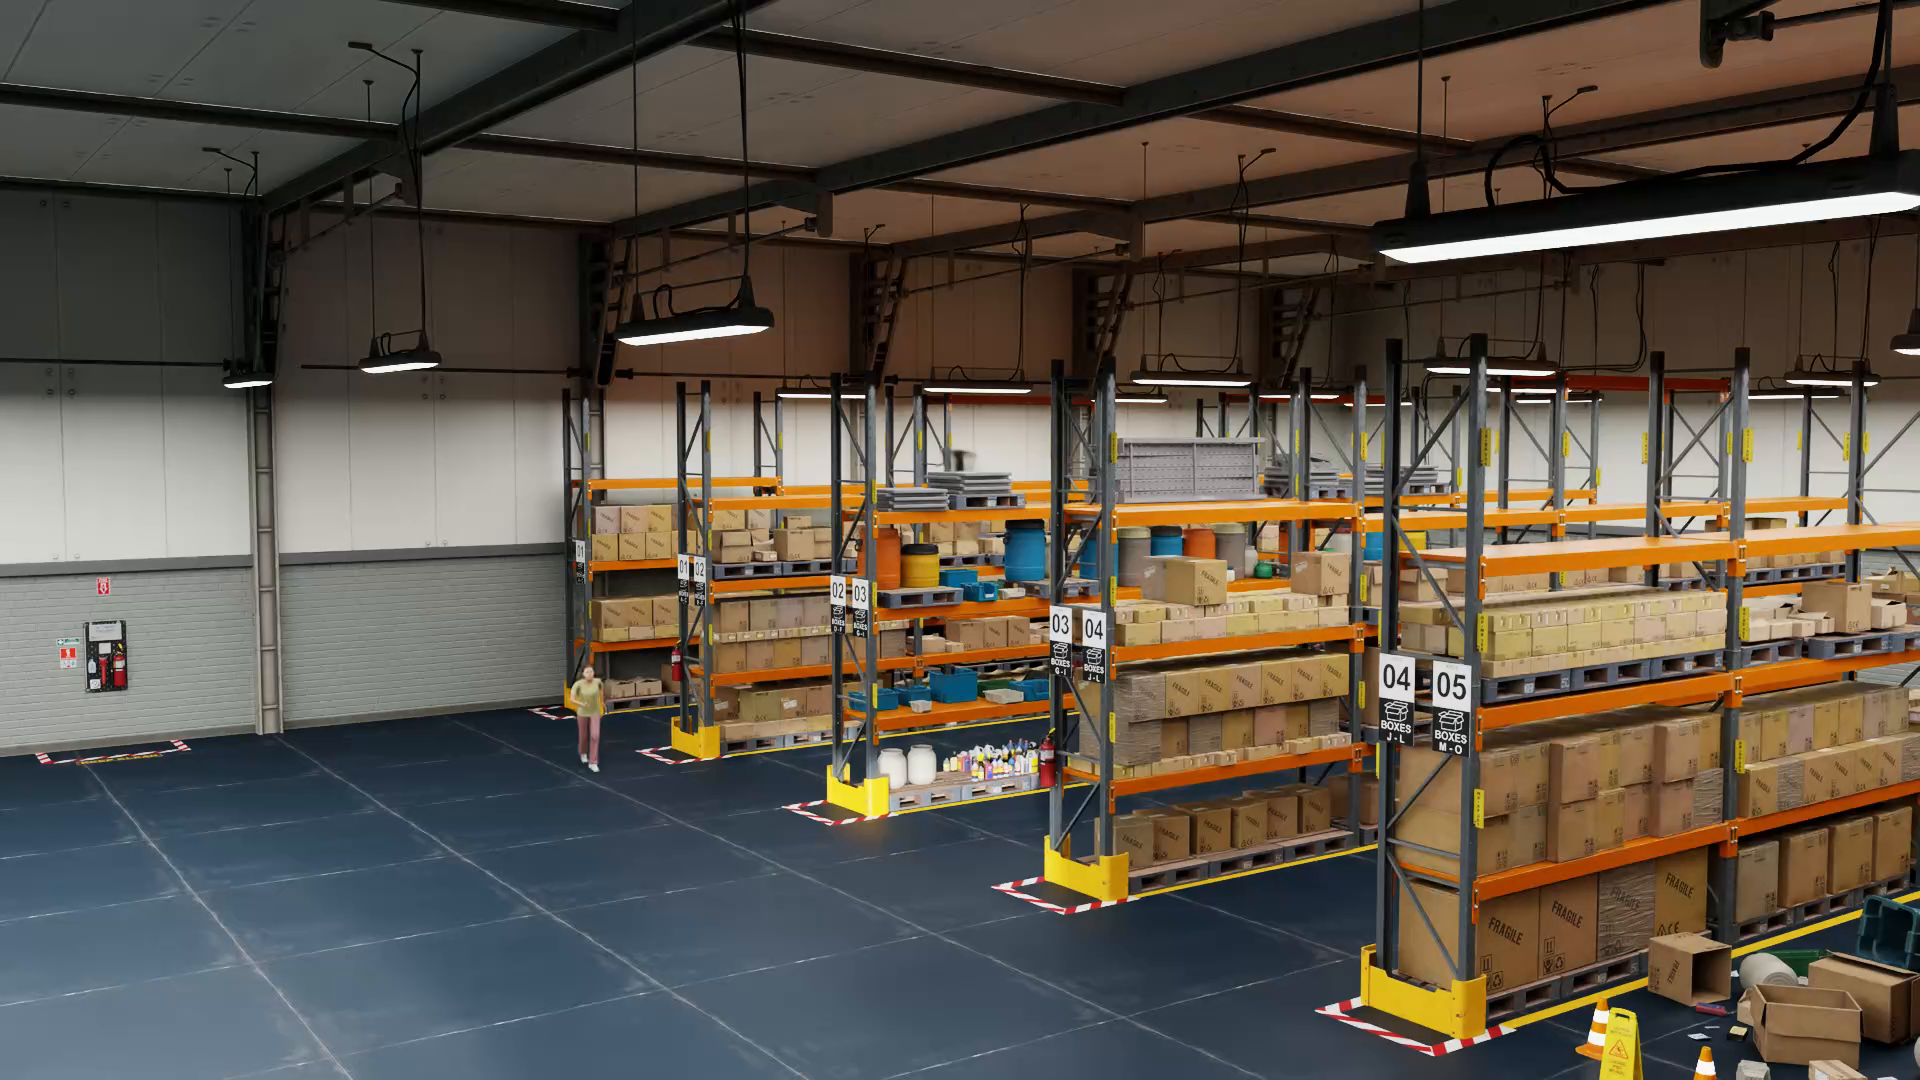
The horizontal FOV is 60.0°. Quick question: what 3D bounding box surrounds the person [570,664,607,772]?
[{"bbox_3d":[-5.749,2.698,25.660,0.569,1.638,0.931,-1,4,-20],"label":"person"}]
